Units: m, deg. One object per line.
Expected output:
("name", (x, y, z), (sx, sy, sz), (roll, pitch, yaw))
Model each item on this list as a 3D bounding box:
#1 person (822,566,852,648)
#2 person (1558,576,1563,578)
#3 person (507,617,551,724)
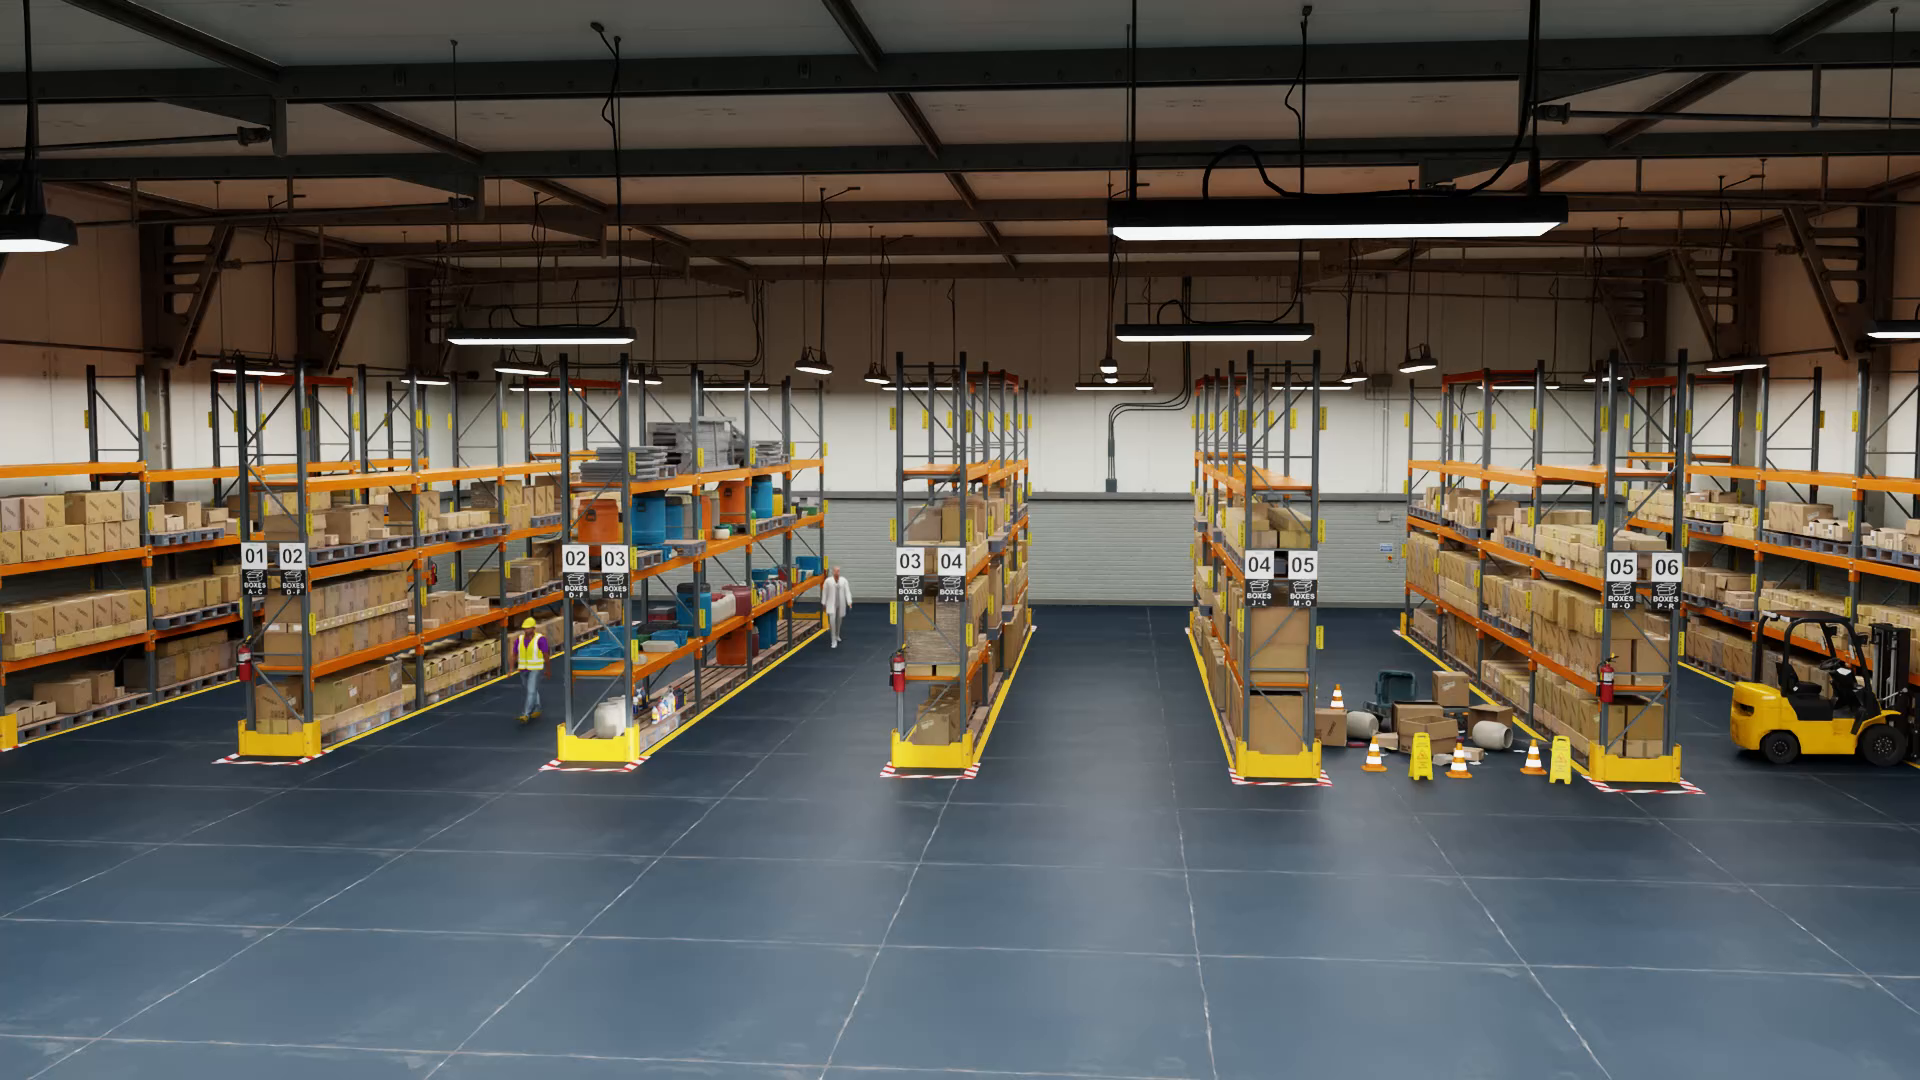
("person", (-2.757, 1.473, 37.303), (0.638, 1.772, 1.027), (-1, 4, -16))
("person", (13.456, 1.524, 37.380), (0.566, 1.717, 0.542), (4, 6, 44))
("person", (-7.214, 2.160, 27.696), (0.630, 1.734, 0.950), (1, 4, 15))
